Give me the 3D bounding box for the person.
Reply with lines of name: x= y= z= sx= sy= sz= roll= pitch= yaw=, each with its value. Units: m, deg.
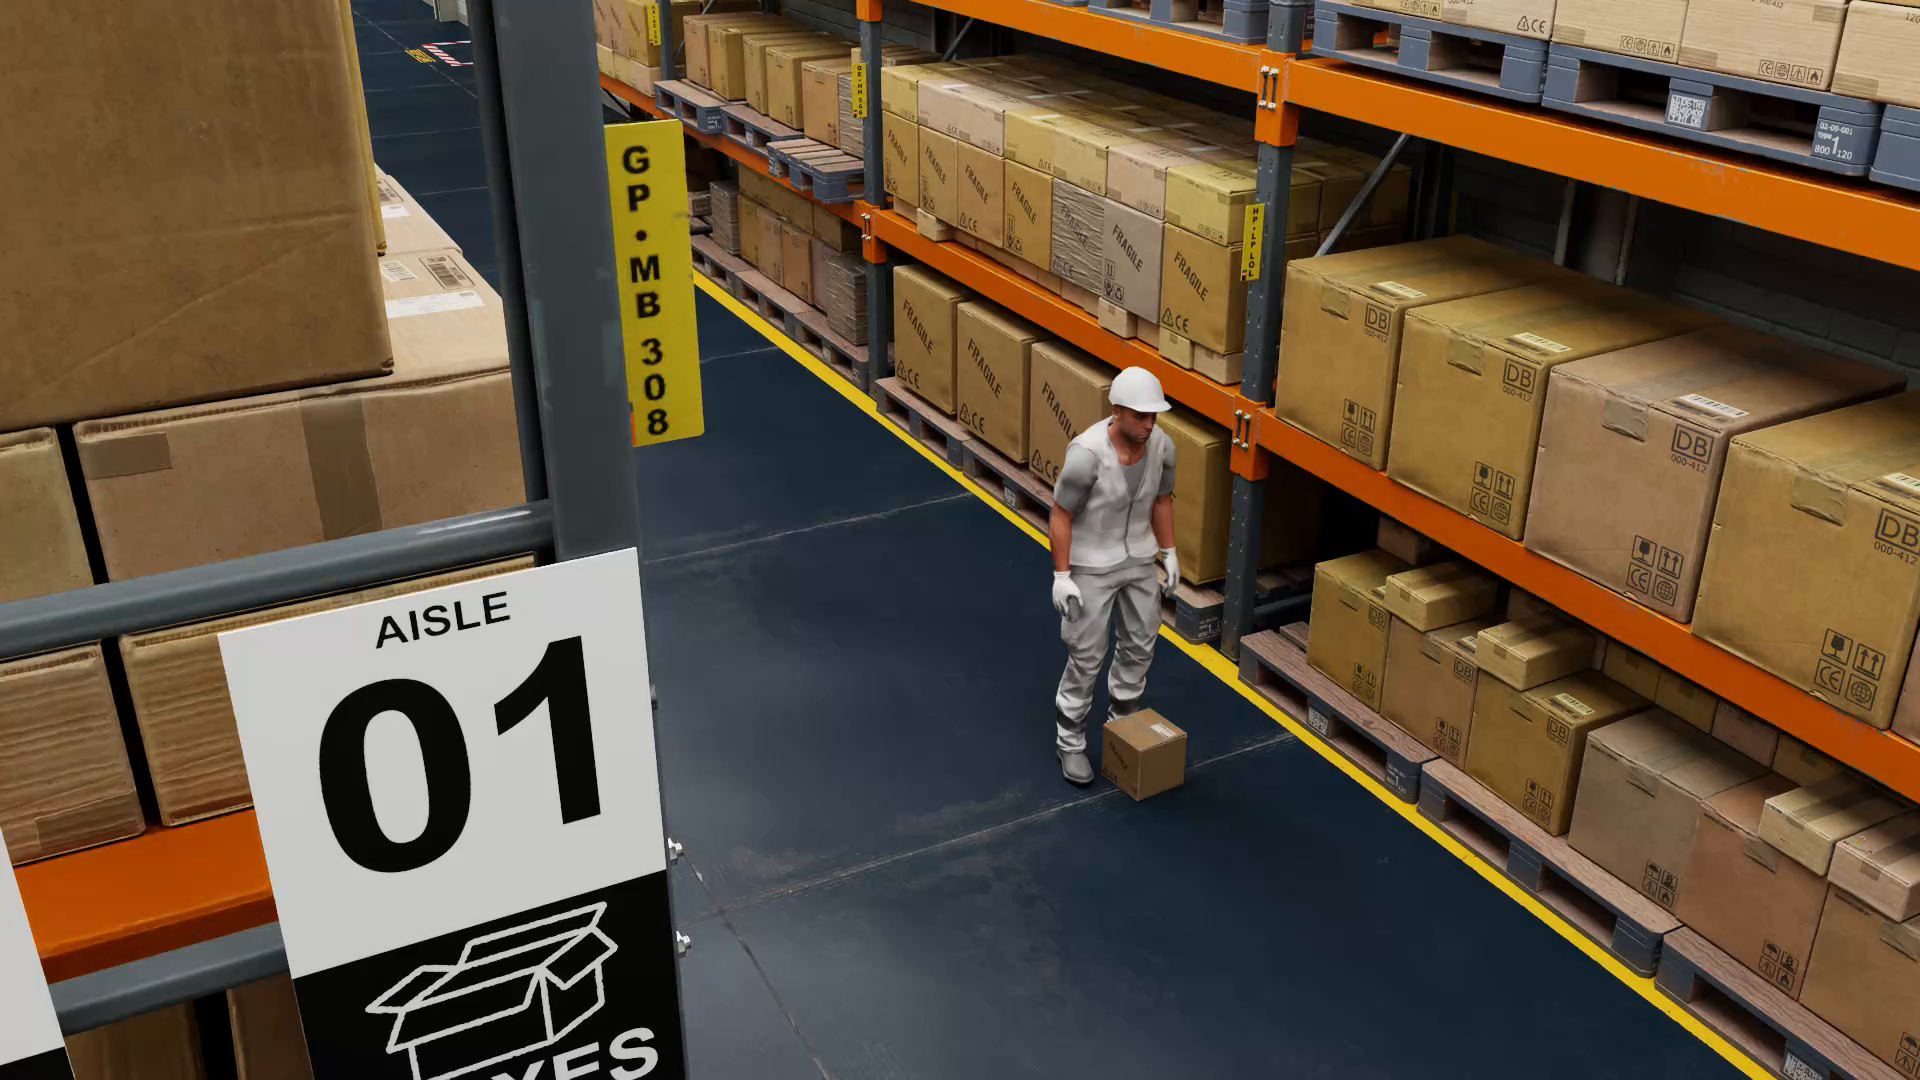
person: x=0.639 y=0.127 z=6.823 sx=0.608 sy=1.779 sz=0.450 roll=-13 pitch=28 yaw=-25
